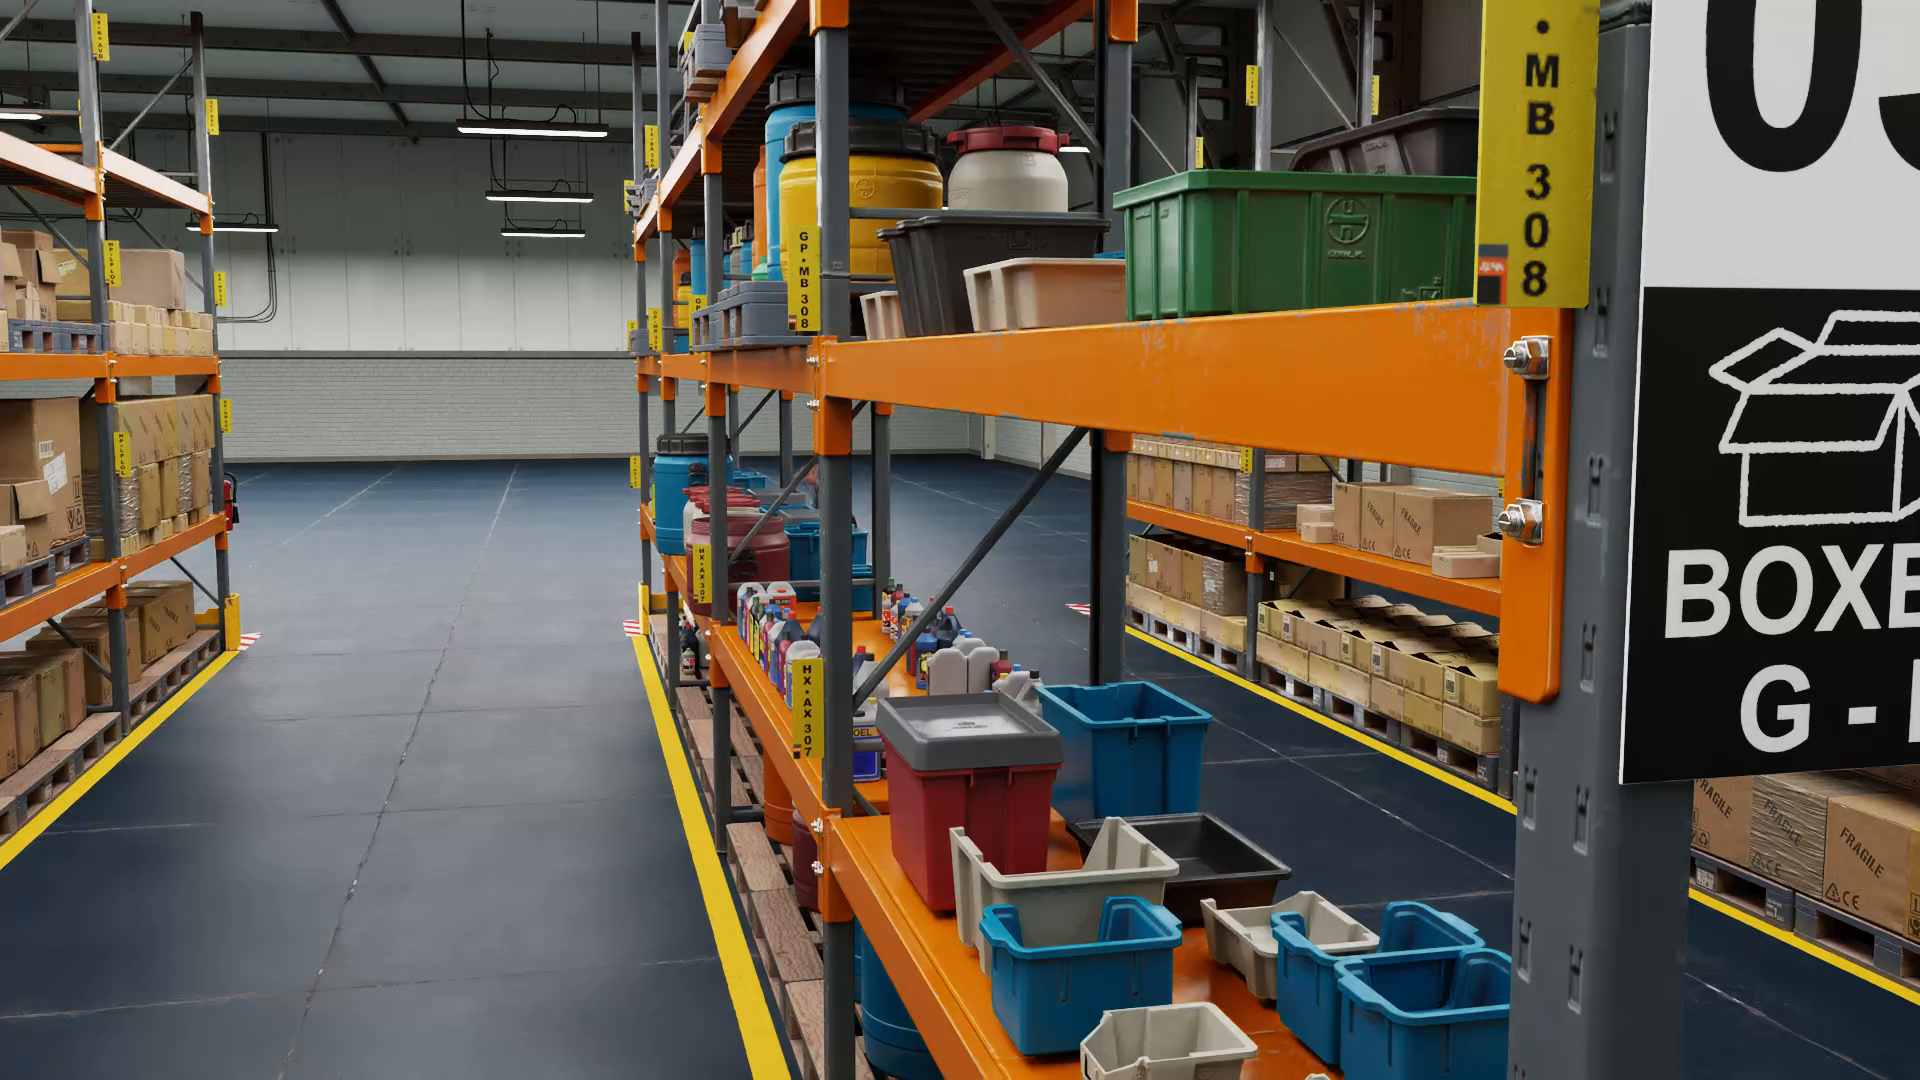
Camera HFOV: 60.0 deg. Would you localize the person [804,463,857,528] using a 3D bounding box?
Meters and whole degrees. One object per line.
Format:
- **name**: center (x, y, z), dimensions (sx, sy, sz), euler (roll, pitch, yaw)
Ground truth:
- **person**: center (-1.470, -0.052, 18.661), dimensions (0.612, 1.648, 0.477), euler (-2, 6, -15)
